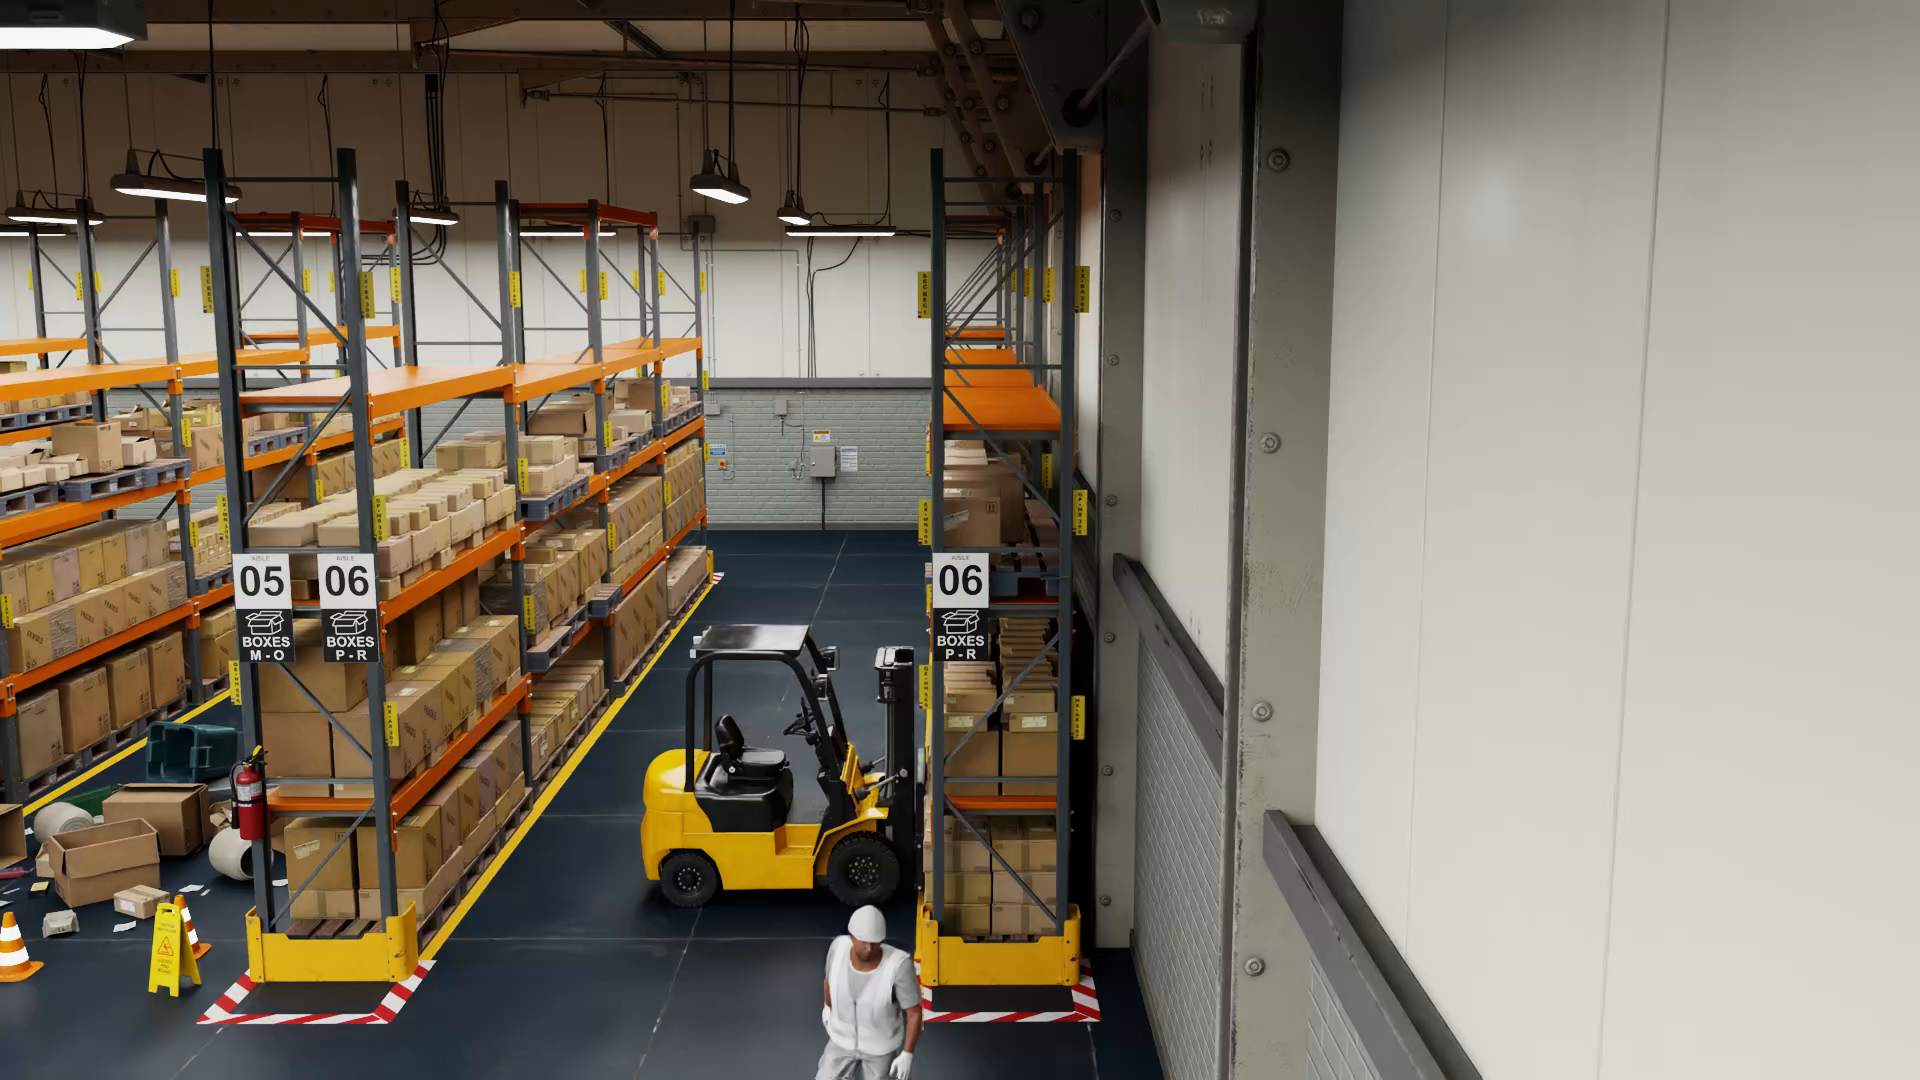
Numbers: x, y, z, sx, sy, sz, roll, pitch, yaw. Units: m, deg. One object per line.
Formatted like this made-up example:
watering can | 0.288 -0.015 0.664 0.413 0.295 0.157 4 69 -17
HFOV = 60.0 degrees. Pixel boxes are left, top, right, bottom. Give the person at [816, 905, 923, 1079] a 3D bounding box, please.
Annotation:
person | -0.529 2.834 9.362 0.695 1.728 0.625 2 9 15
